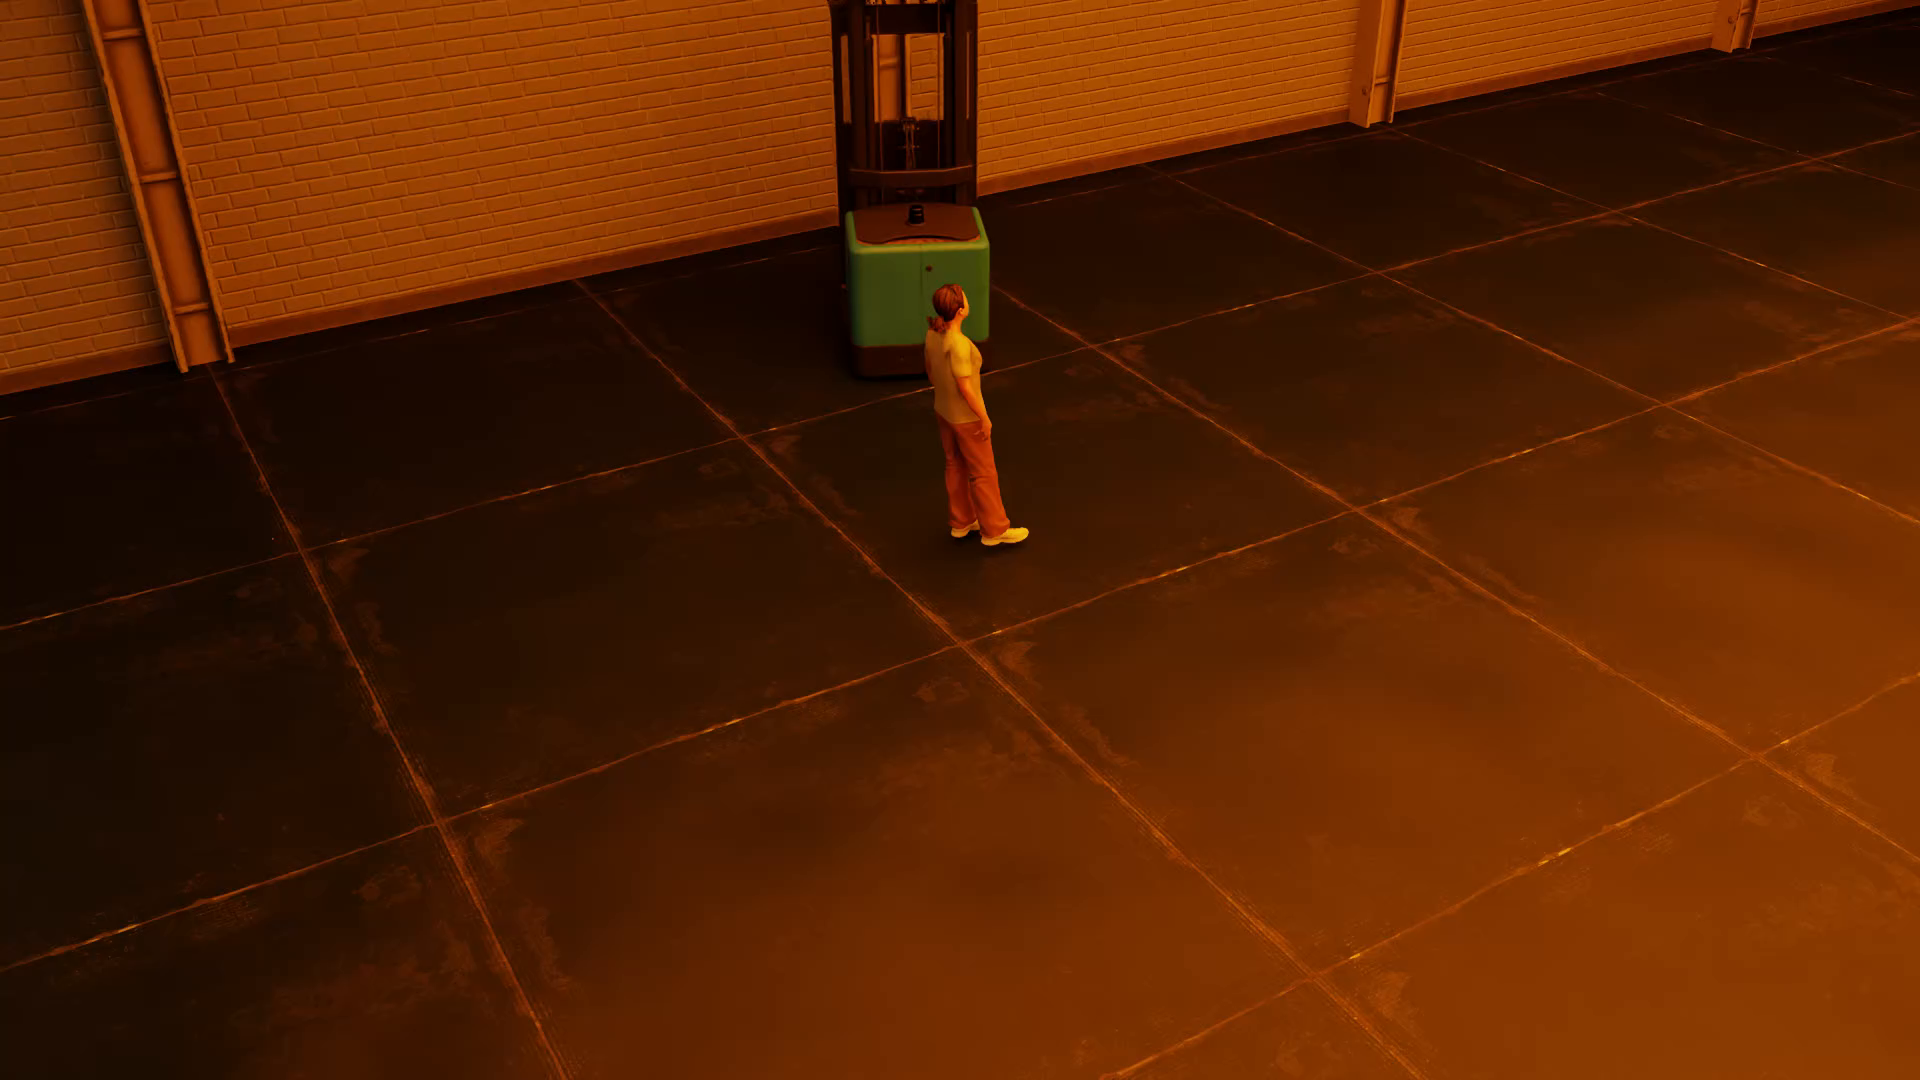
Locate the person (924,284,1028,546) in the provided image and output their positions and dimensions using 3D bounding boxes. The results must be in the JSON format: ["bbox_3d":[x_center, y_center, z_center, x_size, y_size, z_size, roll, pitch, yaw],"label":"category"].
[{"bbox_3d":[0.069,-0.775,10.070,0.547,1.673,0.554,-17,35,-26],"label":"person"}]

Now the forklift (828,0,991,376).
[{"bbox_3d":[-0.439,-3.212,13.011,1.130,2.935,3.031,-3,31,-5],"label":"forklift"}]
